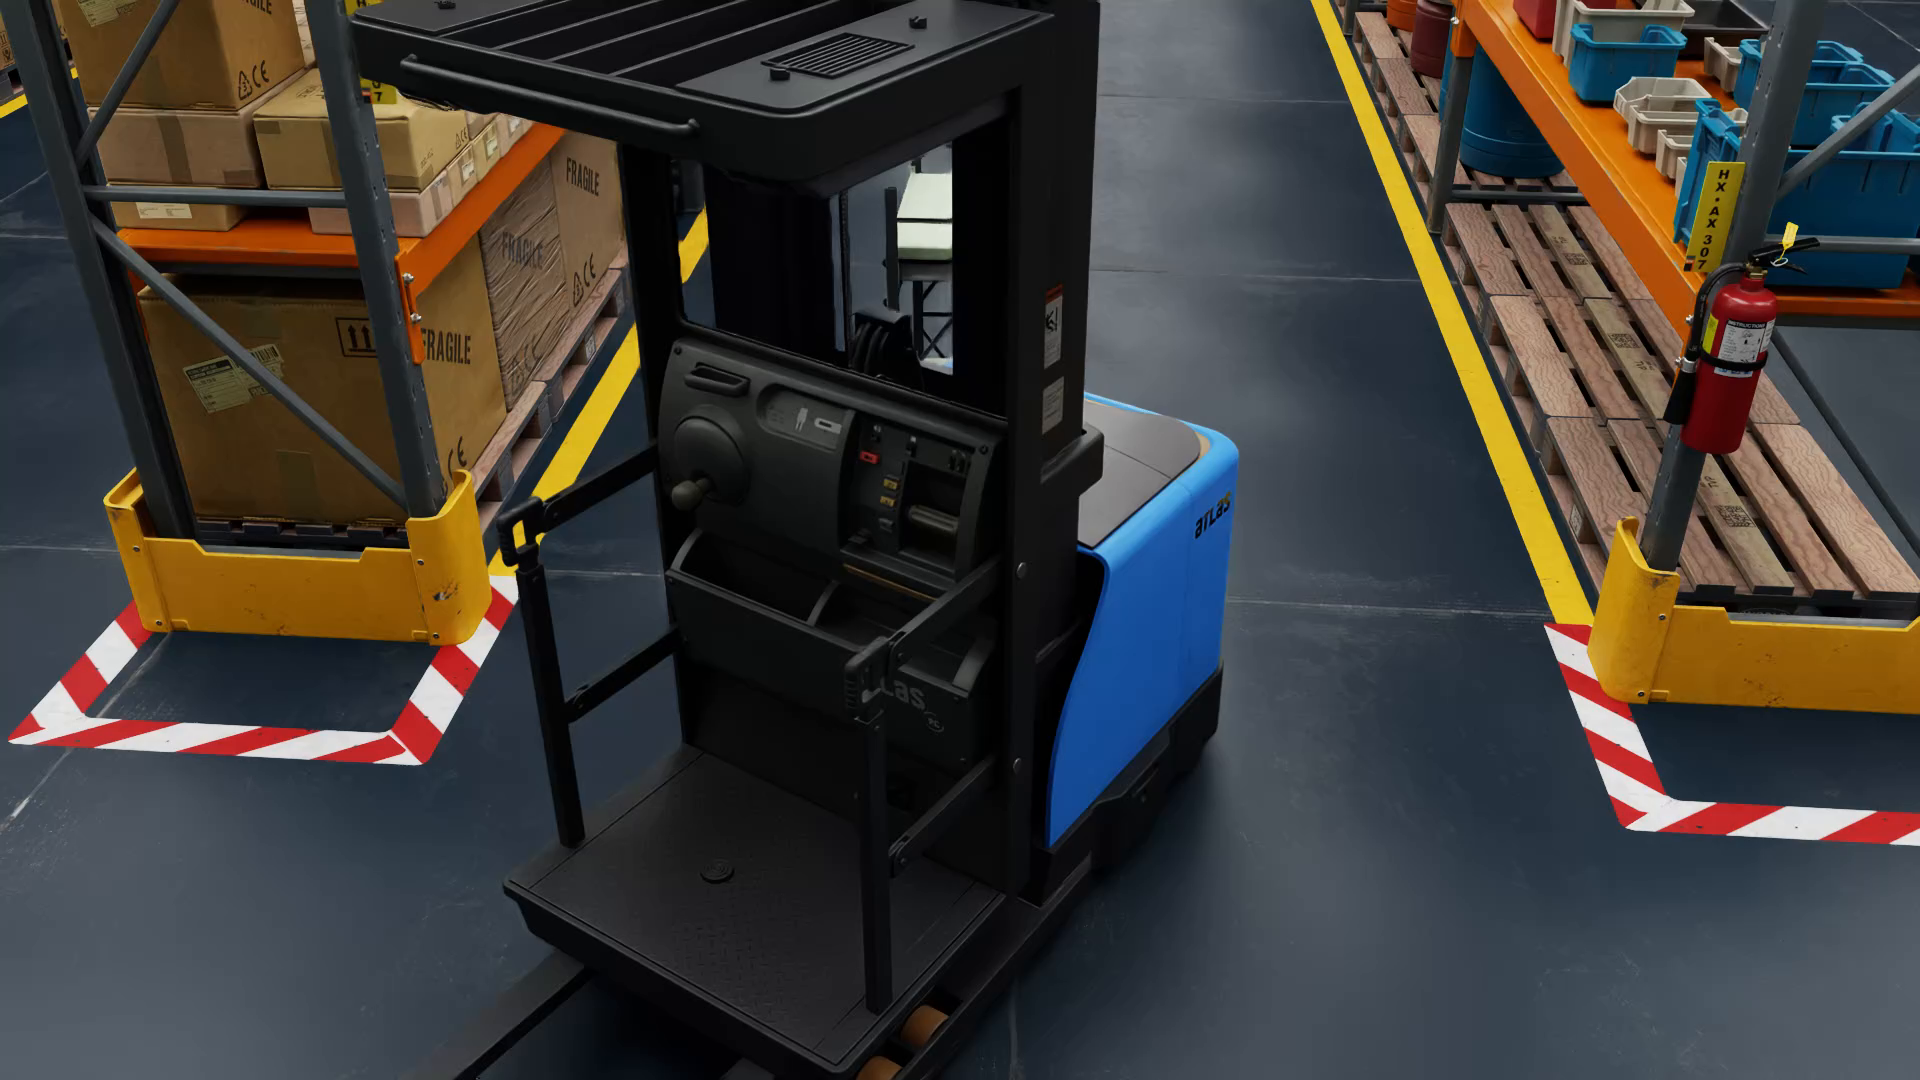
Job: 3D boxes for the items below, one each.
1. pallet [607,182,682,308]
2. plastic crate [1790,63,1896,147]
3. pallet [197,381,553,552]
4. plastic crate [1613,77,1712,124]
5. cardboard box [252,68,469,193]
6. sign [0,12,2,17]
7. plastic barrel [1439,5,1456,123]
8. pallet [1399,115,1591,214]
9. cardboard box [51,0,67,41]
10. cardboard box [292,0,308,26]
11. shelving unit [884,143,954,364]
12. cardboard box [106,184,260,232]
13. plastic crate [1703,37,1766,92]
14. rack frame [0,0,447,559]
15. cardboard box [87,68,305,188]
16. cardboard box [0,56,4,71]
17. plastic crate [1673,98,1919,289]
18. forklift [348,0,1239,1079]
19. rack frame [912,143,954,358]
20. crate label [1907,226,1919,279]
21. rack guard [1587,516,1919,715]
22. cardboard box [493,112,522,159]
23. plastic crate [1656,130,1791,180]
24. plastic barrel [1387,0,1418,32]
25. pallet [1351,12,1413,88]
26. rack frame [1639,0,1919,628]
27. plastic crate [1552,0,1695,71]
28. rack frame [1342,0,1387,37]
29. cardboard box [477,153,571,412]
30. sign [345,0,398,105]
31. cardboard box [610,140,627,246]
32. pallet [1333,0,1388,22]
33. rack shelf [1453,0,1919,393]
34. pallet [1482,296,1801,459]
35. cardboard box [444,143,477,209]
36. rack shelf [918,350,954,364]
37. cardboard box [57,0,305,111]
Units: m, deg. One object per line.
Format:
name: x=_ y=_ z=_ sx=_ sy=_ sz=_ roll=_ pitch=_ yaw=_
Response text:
pallet: x=-2.063 y=-1.551 z=8.565 sx=1.003 sy=0.211 sz=1.213 roll=2 pitch=32 yaw=4
plastic crate: x=3.143 y=-1.587 z=6.068 sx=0.416 sy=0.233 sz=0.300 roll=2 pitch=32 yaw=4
pallet: x=-2.262 y=-0.275 z=6.495 sx=1.003 sy=0.211 sz=1.213 roll=2 pitch=32 yaw=4
plastic crate: x=2.615 y=-1.629 z=6.229 sx=0.298 sy=0.136 sz=0.250 roll=2 pitch=32 yaw=4
cardboard box: x=-1.941 y=-1.343 z=5.429 sx=0.500 sy=0.250 sz=0.500 roll=2 pitch=32 yaw=3
sign: x=-2.789 y=-1.665 z=4.763 sx=0.100 sy=0.325 sz=0.005 roll=2 pitch=32 yaw=4
plastic barrel: x=3.132 y=-2.860 z=9.631 sx=0.600 sy=0.901 sz=0.708 roll=2 pitch=32 yaw=4
pallet: x=3.118 y=-2.135 z=9.513 sx=1.003 sy=0.211 sz=1.213 roll=2 pitch=32 yaw=4
cardboard box: x=-6.399 y=-3.699 z=11.376 sx=0.500 sy=0.500 sz=0.500 roll=1 pitch=32 yaw=2
cardboard box: x=-2.391 y=-1.899 z=6.332 sx=0.500 sy=0.250 sz=0.500 roll=1 pitch=32 yaw=2
shelving unit: x=0.001 y=-0.642 z=5.862 sx=0.431 sy=1.500 sz=0.755 roll=2 pitch=32 yaw=4
cardboard box: x=-2.548 y=-1.134 z=5.470 sx=0.380 sy=0.149 sz=0.250 roll=3 pitch=32 yaw=5
plastic crate: x=3.171 y=-1.910 z=6.685 sx=0.293 sy=0.136 sz=0.466 roll=2 pitch=32 yaw=4
rack frame: x=-2.249 y=-1.040 z=5.079 sx=1.000 sy=3.000 sz=0.127 roll=2 pitch=32 yaw=4
cardboard box: x=-2.474 y=-1.368 z=5.470 sx=0.500 sy=0.250 sz=0.500 roll=2 pitch=32 yaw=3
cardboard box: x=-6.493 y=-3.163 z=10.506 sx=0.500 sy=0.500 sz=0.500 roll=4 pitch=32 yaw=6
plastic crate: x=2.529 y=-1.052 z=5.008 sx=0.616 sy=0.435 sz=0.499 roll=2 pitch=32 yaw=4
forklift: x=-0.444 y=-0.132 z=3.670 sx=1.130 sy=2.935 sz=3.031 roll=20 pitch=37 yaw=29
rack frame: x=0.030 y=-0.833 z=6.173 sx=0.400 sy=1.500 sz=0.023 roll=2 pitch=32 yaw=4
crate label: x=3.036 y=-0.898 z=4.951 sx=0.416 sy=0.233 sz=0.303 roll=2 pitch=32 yaw=4
rack guard: x=2.699 y=0.248 z=5.370 sx=1.175 sy=0.500 sz=0.348 roll=2 pitch=32 yaw=4
cardboard box: x=-1.831 y=-1.509 z=6.080 sx=0.380 sy=0.149 sz=0.250 roll=2 pitch=32 yaw=3
plastic crate: x=2.611 y=-1.327 z=5.739 sx=0.396 sy=0.136 sz=0.243 roll=2 pitch=32 yaw=4
plastic barrel: x=3.316 y=-4.010 z=11.567 sx=0.600 sy=0.830 sz=0.708 roll=2 pitch=32 yaw=4
pallet: x=3.316 y=-3.411 z=11.583 sx=1.003 sy=0.211 sz=1.213 roll=2 pitch=32 yaw=4
rack frame: x=2.688 y=-0.829 z=4.736 sx=1.000 sy=3.000 sz=0.127 roll=2 pitch=32 yaw=4
plastic crate: x=2.705 y=-2.105 z=6.862 sx=0.437 sy=0.282 sz=0.530 roll=2 pitch=32 yaw=4
rack frame: x=3.339 y=-5.012 z=11.524 sx=1.000 sy=3.000 sz=0.127 roll=2 pitch=32 yaw=4
cardboard box: x=-2.203 y=-1.129 z=6.847 sx=0.875 sy=0.875 sz=0.875 roll=2 pitch=32 yaw=4
sign: x=-1.696 y=-1.416 z=4.788 sx=0.100 sy=0.325 sz=0.005 roll=2 pitch=32 yaw=4
cardboard box: x=-2.057 y=-2.065 z=8.366 sx=0.875 sy=0.875 sz=0.875 roll=2 pitch=32 yaw=4
pallet: x=3.441 y=-4.228 z=12.910 sx=1.003 sy=0.211 sz=1.213 roll=2 pitch=32 yaw=4
rack shelf: x=2.850 y=-1.568 z=6.621 sx=1.077 sy=0.370 sz=4.000 roll=2 pitch=32 yaw=4
pallet: x=2.895 y=-0.707 z=7.197 sx=1.003 sy=0.211 sz=1.213 roll=2 pitch=32 yaw=4
cardboard box: x=-1.872 y=-1.239 z=5.641 sx=0.380 sy=0.149 sz=0.250 roll=2 pitch=32 yaw=3
rack shelf: x=0.001 y=-0.364 z=6.033 sx=0.431 sy=0.370 sz=0.720 roll=2 pitch=32 yaw=4
cardboard box: x=-2.471 y=-1.688 z=5.275 sx=0.500 sy=0.500 sz=0.500 roll=3 pitch=32 yaw=5
